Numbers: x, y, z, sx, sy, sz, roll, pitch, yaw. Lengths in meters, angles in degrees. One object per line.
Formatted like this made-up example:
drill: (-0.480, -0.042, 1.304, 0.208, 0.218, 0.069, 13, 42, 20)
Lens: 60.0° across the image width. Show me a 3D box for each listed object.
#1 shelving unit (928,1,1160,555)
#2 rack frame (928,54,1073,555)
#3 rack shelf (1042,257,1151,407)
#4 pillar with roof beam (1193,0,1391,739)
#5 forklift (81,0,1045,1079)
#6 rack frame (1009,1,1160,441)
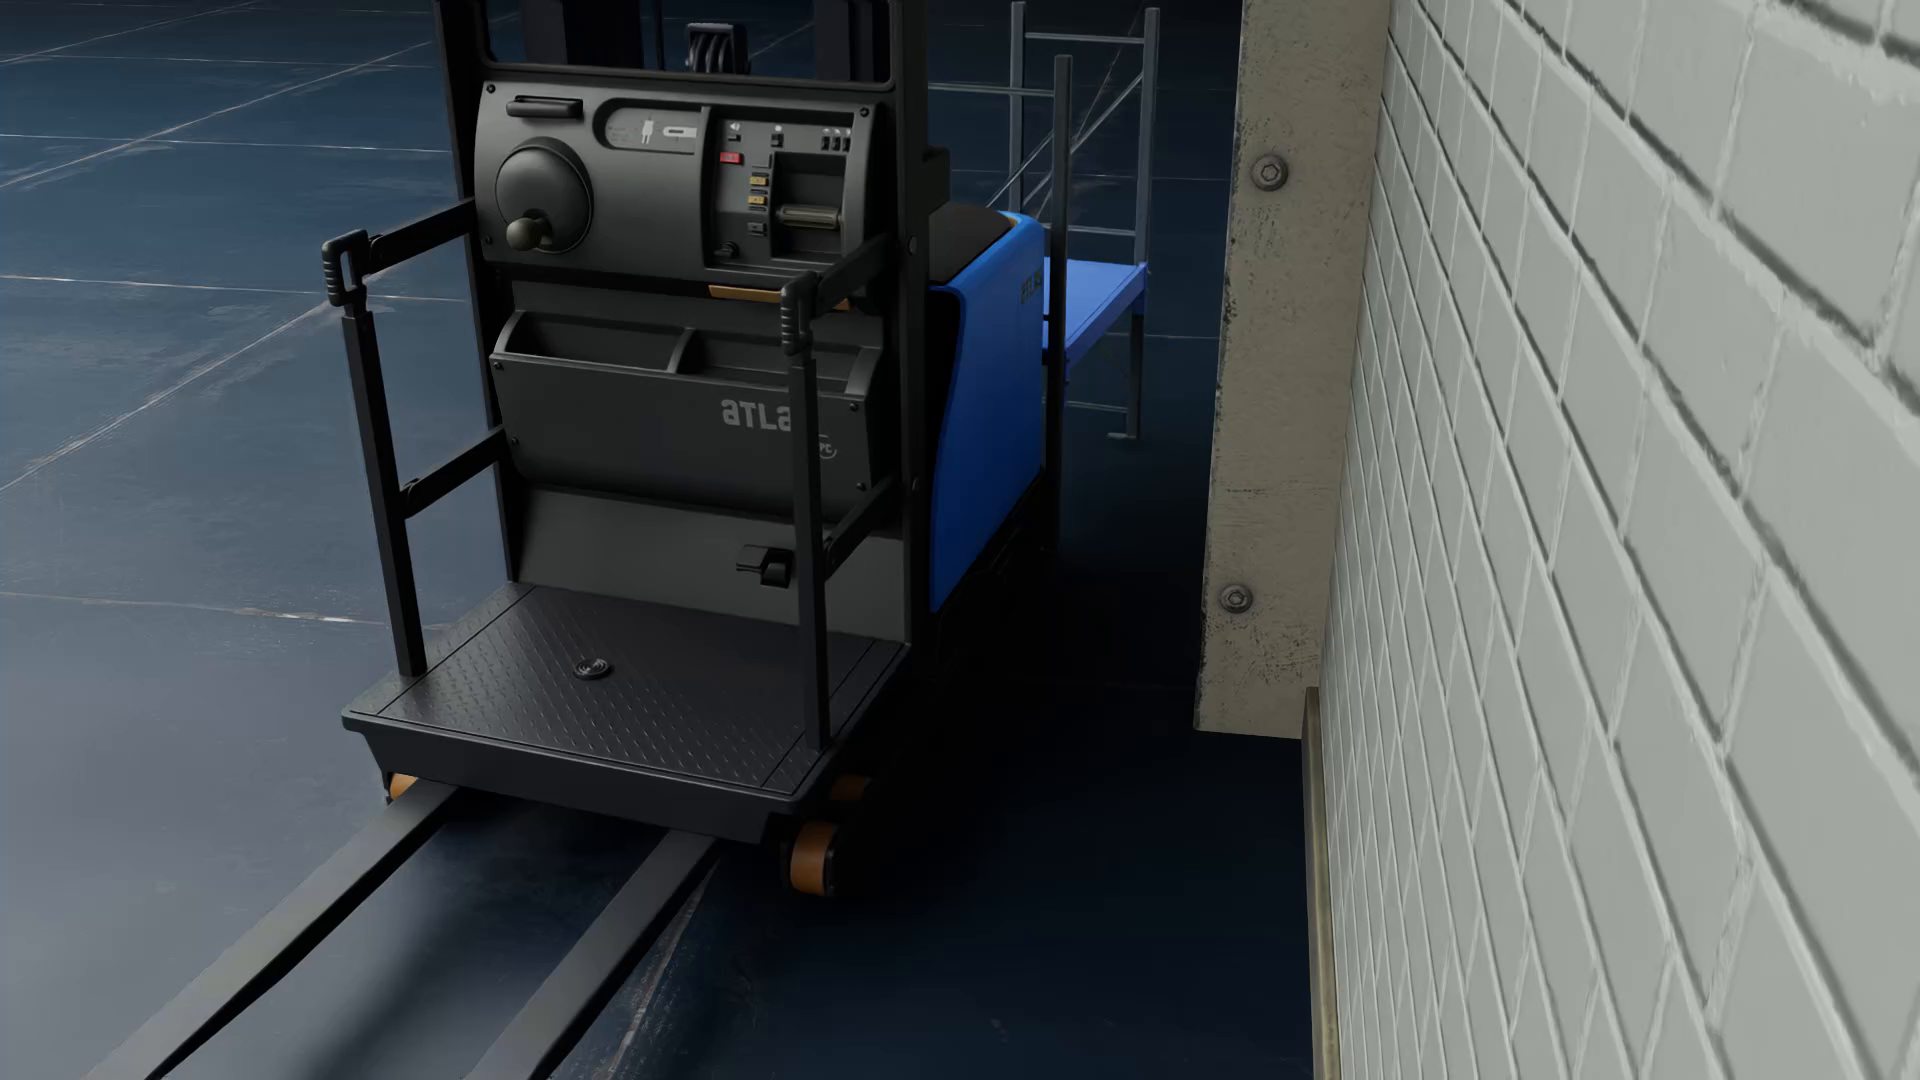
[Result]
shelving unit: (0.240, -0.878, 5.357, 0.538, 1.500, 1.048, 9, 26, 18)
rack frame: (0.068, -0.675, 4.923, 0.500, 1.500, 0.032, 9, 26, 18)
rack shelf: (0.240, -0.715, 5.433, 0.538, 0.185, 1.000, 9, 26, 18)
pillar with roof beam: (-3.471, -3.965, 3.106, 9.100, 9.000, 0.400, 4, 25, 9)
forklift: (-0.687, -0.747, 3.388, 1.130, 2.935, 3.031, 8, 26, 16)
rack frame: (0.412, -1.081, 5.790, 0.500, 1.500, 0.032, 9, 26, 18)
